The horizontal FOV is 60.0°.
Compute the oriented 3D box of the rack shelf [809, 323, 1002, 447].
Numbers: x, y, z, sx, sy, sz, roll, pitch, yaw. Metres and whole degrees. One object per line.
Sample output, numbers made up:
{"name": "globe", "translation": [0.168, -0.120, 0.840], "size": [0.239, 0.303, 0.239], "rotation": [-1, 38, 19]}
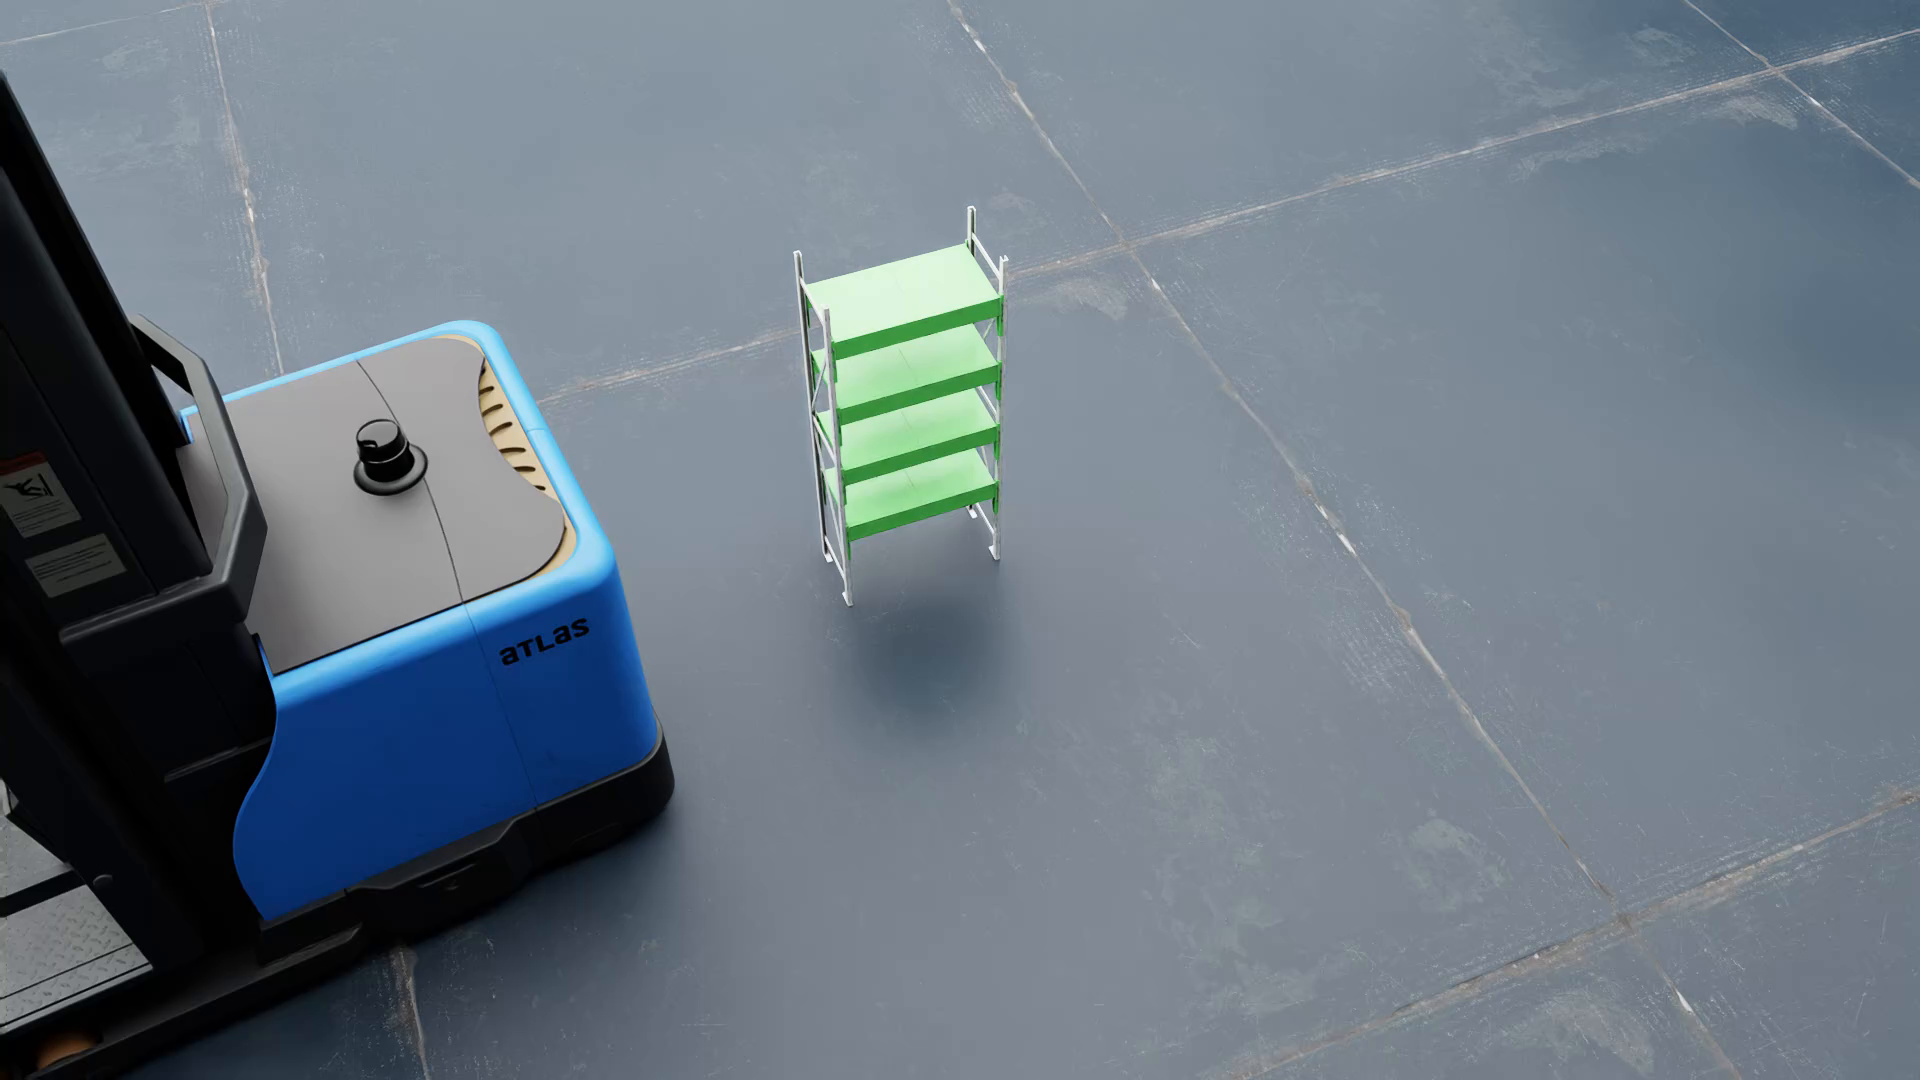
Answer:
{"name": "rack shelf", "translation": [-0.153, -0.458, 4.620], "size": [0.480, 0.148, 0.258], "rotation": [-17, 52, -14]}

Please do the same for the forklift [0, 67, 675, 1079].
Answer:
{"name": "forklift", "translation": [-2.329, -0.001, 3.319], "size": [3.031, 2.935, 1.130], "rotation": [-22, 53, -18]}

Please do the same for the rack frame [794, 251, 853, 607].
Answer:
{"name": "rack frame", "translation": [-0.379, -0.273, 4.694], "size": [0.015, 1.200, 0.240], "rotation": [-17, 52, -14]}

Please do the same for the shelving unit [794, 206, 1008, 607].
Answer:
{"name": "shelving unit", "translation": [-0.153, -0.343, 4.754], "size": [0.503, 1.200, 0.258], "rotation": [-17, 52, -14]}

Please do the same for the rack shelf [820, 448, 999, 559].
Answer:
{"name": "rack shelf", "translation": [-0.153, -0.145, 4.985], "size": [0.480, 0.148, 0.258], "rotation": [-17, 52, -14]}

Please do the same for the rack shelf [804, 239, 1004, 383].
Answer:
{"name": "rack shelf", "translation": [-0.153, -0.615, 4.438], "size": [0.480, 0.148, 0.258], "rotation": [-17, 52, -14]}

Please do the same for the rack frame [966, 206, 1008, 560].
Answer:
{"name": "rack frame", "translation": [0.073, -0.413, 4.814], "size": [0.015, 1.200, 0.240], "rotation": [-17, 52, -14]}

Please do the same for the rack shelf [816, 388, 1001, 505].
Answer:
{"name": "rack shelf", "translation": [-0.153, -0.302, 4.803], "size": [0.480, 0.148, 0.258], "rotation": [-17, 52, -14]}
